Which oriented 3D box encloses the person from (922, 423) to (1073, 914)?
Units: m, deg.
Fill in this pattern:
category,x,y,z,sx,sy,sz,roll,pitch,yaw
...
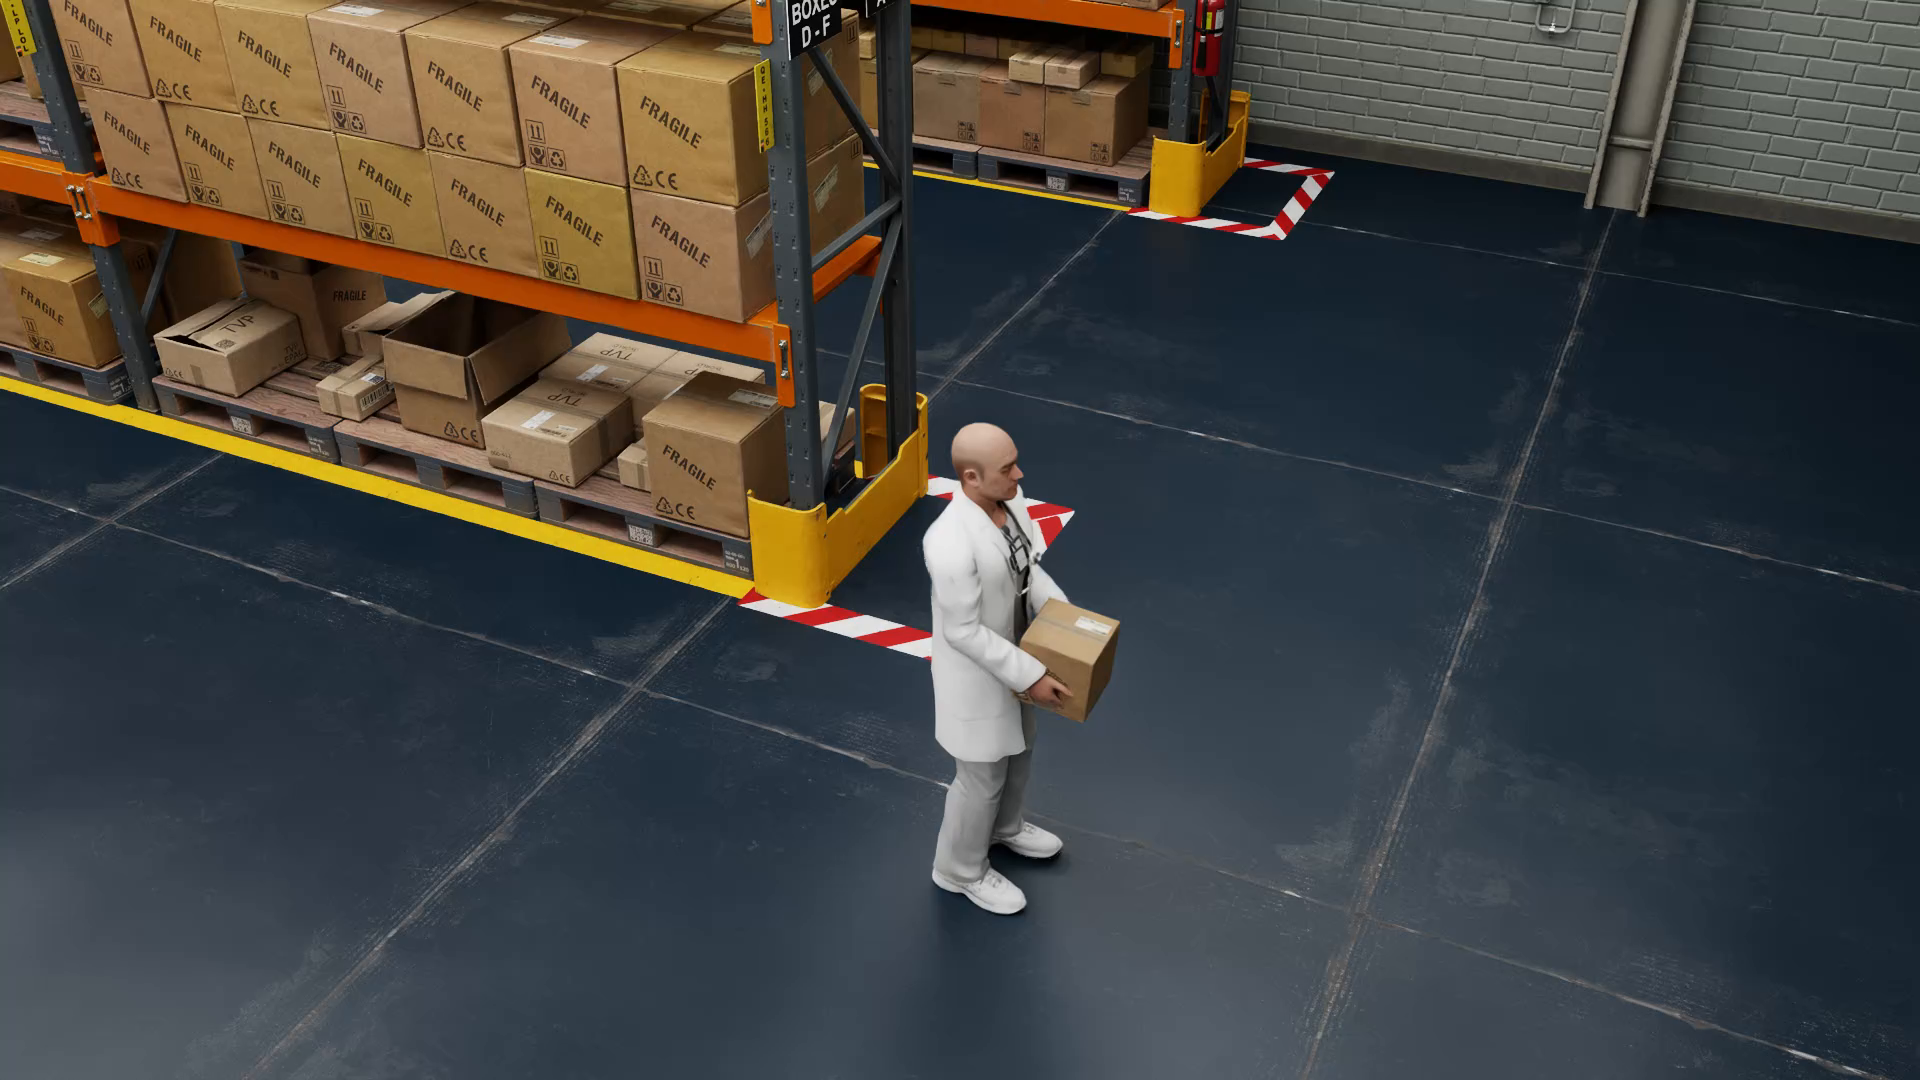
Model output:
category,x,y,z,sx,sy,sz,roll,pitch,yaw
person,0.176,0.434,5.486,0.517,1.782,0.559,14,36,20
